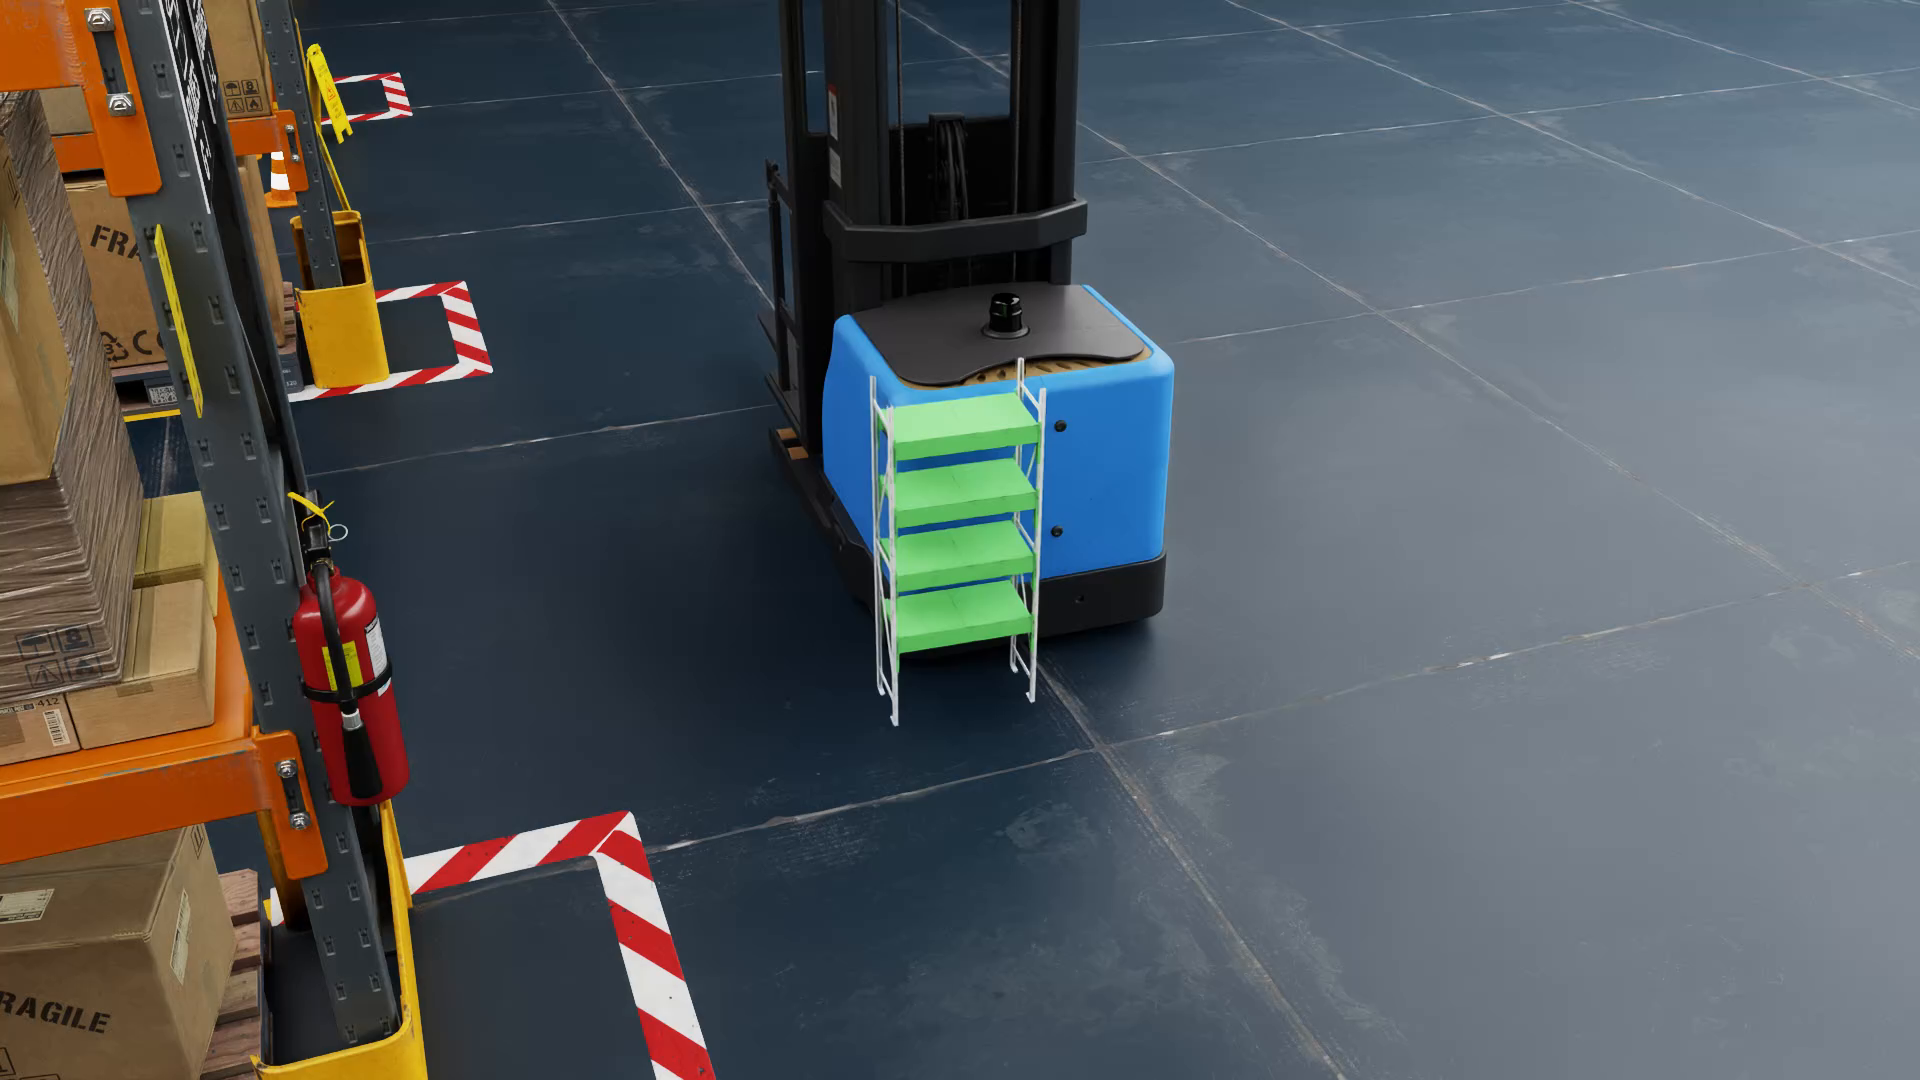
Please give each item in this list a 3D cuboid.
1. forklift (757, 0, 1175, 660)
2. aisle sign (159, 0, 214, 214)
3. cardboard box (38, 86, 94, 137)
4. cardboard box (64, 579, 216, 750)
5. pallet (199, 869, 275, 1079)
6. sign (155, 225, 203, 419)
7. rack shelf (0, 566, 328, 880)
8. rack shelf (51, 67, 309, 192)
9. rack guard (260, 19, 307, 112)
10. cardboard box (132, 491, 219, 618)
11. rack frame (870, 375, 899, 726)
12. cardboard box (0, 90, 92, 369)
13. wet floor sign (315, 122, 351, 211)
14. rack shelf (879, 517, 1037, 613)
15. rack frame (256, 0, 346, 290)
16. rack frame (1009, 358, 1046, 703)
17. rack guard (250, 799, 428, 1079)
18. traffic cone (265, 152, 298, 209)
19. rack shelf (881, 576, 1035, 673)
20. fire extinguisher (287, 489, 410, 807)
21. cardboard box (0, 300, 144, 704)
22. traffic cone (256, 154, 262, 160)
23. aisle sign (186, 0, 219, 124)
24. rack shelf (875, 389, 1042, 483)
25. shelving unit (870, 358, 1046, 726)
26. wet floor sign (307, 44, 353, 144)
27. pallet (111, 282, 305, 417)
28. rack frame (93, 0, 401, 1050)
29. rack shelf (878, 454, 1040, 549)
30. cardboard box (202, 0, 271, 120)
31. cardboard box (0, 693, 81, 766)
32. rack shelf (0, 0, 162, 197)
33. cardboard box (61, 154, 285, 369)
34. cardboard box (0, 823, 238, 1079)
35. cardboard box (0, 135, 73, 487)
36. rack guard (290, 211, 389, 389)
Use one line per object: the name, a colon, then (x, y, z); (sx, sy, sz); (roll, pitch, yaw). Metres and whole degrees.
forklift: (-0.201, -1.567, 6.539); (1.130, 2.935, 3.031); (-10, 31, -16)
aisle sign: (-1.370, -0.999, 2.848); (0.004, 0.787, 0.394); (-10, 31, -18)
cardboard box: (-4.007, -2.192, 7.416); (0.550, 0.550, 0.875); (-10, 31, -18)
cardboard box: (-1.728, 0.256, 3.525); (0.250, 0.149, 0.380); (-10, 31, -18)
pallet: (-2.378, 1.350, 4.167); (1.213, 0.211, 1.003); (-10, 31, -18)
sign: (-1.358, -0.378, 2.894); (0.005, 0.325, 0.100); (-10, 31, -18)
rack shelf: (-3.407, 0.660, 3.289); (4.000, 0.370, 1.077); (-10, 31, -18)
rack shelf: (-5.042, -1.659, 7.359); (4.000, 0.370, 1.077); (-10, 31, -18)
rack guard: (-5.059, -3.497, 12.383); (0.348, 0.500, 1.175); (-10, 31, -18)
cardboard box: (-1.883, 0.049, 3.887); (0.250, 0.149, 0.380); (-10, 31, -18)
rack frame: (-0.246, 0.058, 5.431); (0.015, 1.200, 0.240); (-8, 32, -14)
cardboard box: (-2.143, -0.637, 3.426); (0.500, 0.500, 0.500); (-10, 31, -18)
wet floor sign: (-3.831, -2.218, 9.991); (0.232, 0.644, 0.267); (-16, 33, -26)
rack shelf: (-0.012, 0.078, 5.524); (0.480, 0.148, 0.258); (-8, 32, -14)
rack frame: (-3.167, -2.317, 7.787); (0.127, 3.000, 1.000); (-10, 31, -18)
rack frame: (0.222, -0.011, 5.551); (0.015, 1.200, 0.240); (-8, 32, -14)
rack guard: (-1.604, 1.101, 4.313); (0.348, 0.500, 1.175); (-10, 31, -18)
traffic cone: (-4.236, -2.365, 10.433); (0.334, 0.463, 0.336); (-10, 31, -18)
rack shelf: (-0.014, 0.284, 5.647); (0.480, 0.148, 0.258); (-8, 32, -14)
fire extinguisher: (-1.265, 0.229, 3.395); (0.183, 0.674, 0.296); (-10, 31, -18)
cardboard box: (-2.058, -0.089, 3.474); (0.500, 0.500, 0.875); (-10, 31, -18)
traffic cone: (-4.941, -2.821, 11.234); (0.334, 0.463, 0.336); (-10, 31, -18)
aisle sign: (-1.579, -1.278, 3.336); (0.004, 0.787, 0.394); (-10, 31, -18)
rack shelf: (-0.009, -0.334, 5.277); (0.480, 0.148, 0.258); (-8, 32, -14)
shelving unit: (-0.012, 0.023, 5.491); (0.503, 1.200, 0.258); (-8, 32, -14)
wet floor sign: (-4.437, -3.109, 11.556); (0.232, 0.644, 0.267); (0, 30, 0)
pallet: (-3.890, -0.931, 8.171); (1.213, 0.211, 1.003); (-10, 31, -18)
rack frame: (-1.533, 0.002, 3.717); (0.127, 3.000, 1.000); (-10, 31, -18)
rack shelf: (-0.011, -0.128, 5.400); (0.480, 0.148, 0.258); (-8, 32, -14)
cardboard box: (-3.499, -2.297, 7.600); (0.550, 0.550, 0.875); (-10, 31, -18)
cardboard box: (-1.962, 0.299, 3.449); (0.250, 0.149, 0.380); (-10, 31, -18)
rack shelf: (-3.407, -0.644, 2.546); (4.000, 0.370, 1.077); (-10, 31, -18)
cardboard box: (-3.780, -1.428, 7.949); (0.875, 0.875, 0.875); (-10, 31, -17)
cardboard box: (-2.124, 1.005, 4.056); (0.500, 0.500, 0.500); (-5, 30, -8)
cardboard box: (-1.962, -0.396, 3.003); (0.500, 0.500, 0.500); (-10, 31, -18)
rack guard: (-3.145, -1.235, 8.413); (0.348, 0.500, 1.175); (-10, 31, -18)
